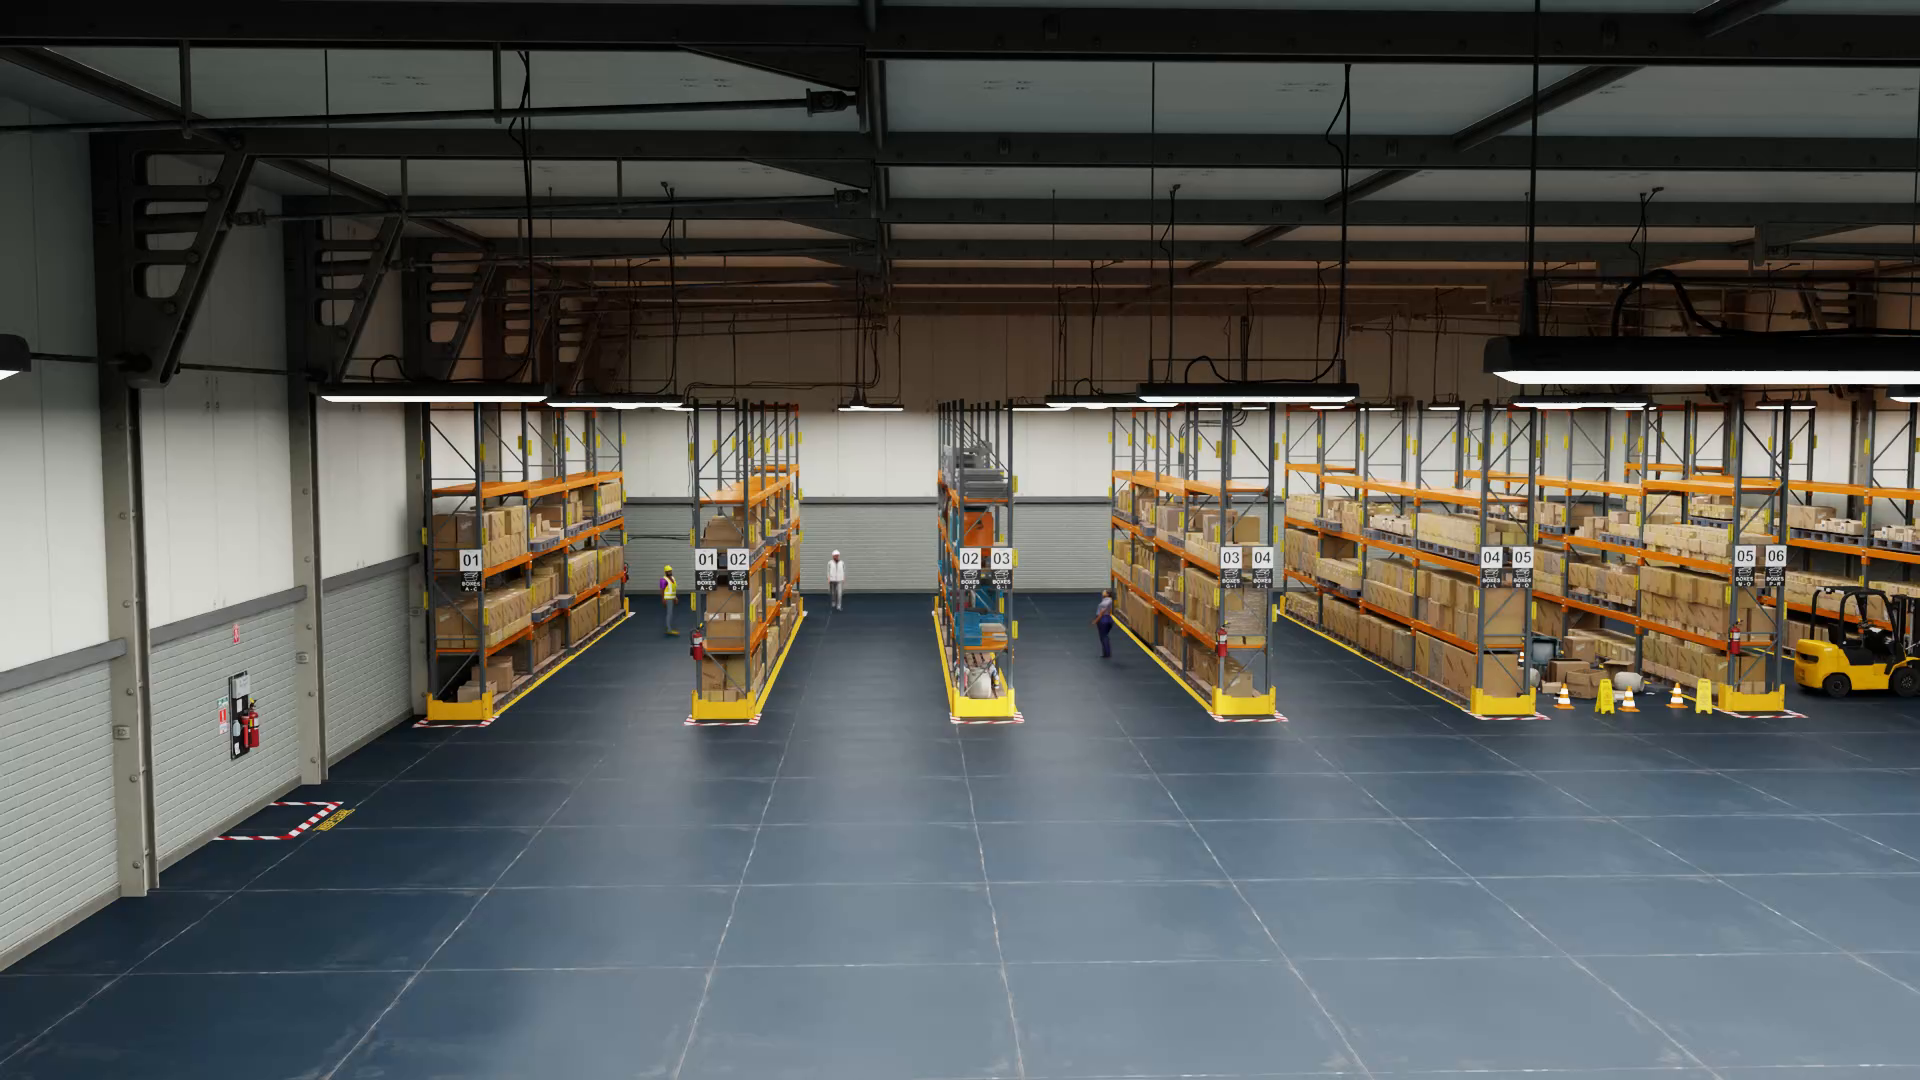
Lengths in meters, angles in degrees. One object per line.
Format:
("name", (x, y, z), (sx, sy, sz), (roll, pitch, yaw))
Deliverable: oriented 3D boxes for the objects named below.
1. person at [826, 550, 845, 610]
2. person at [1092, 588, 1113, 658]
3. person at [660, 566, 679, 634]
("person", (-3.631, 1.171, 48.600), (0.551, 1.731, 1.032), (0, 4, -2))
("person", (3.357, 1.985, 38.949), (0.520, 1.693, 0.550), (4, 6, 45))
("person", (-7.557, 1.550, 43.377), (0.473, 1.770, 0.597), (0, 4, 6))
